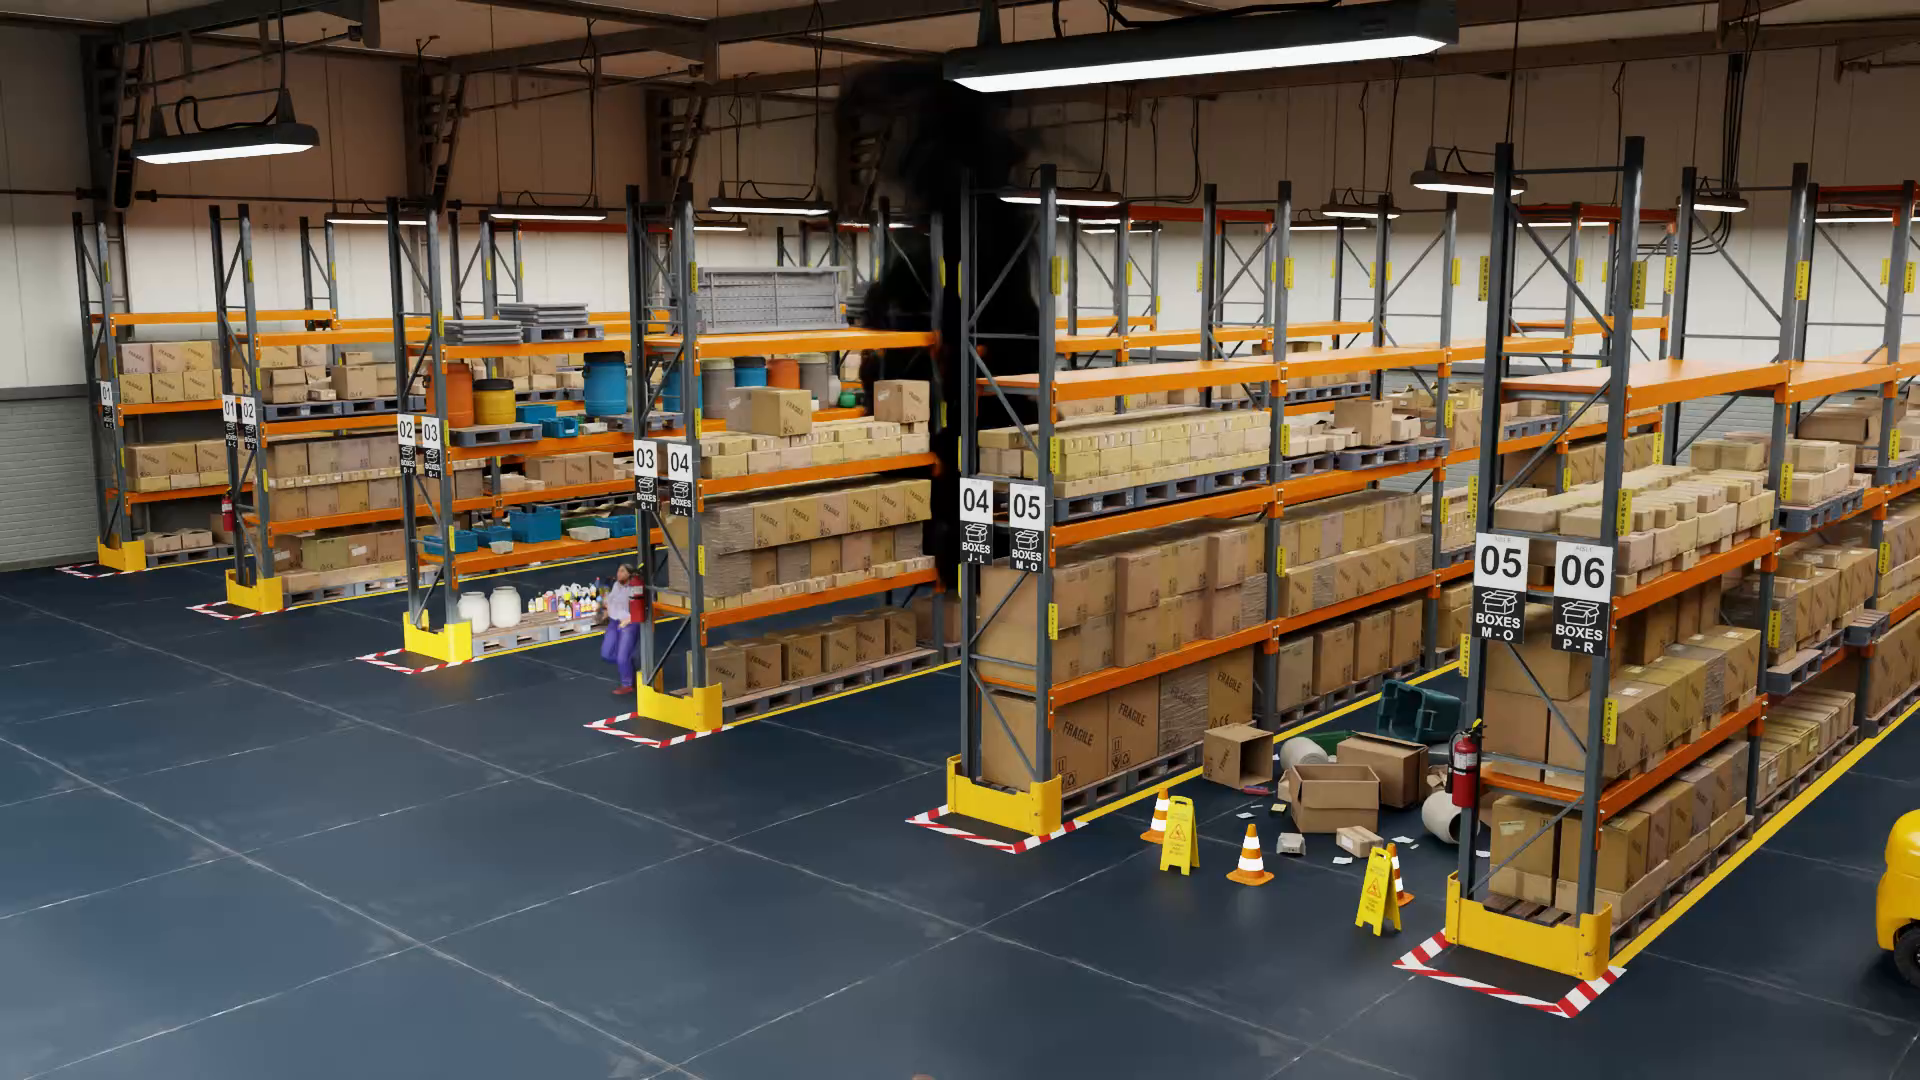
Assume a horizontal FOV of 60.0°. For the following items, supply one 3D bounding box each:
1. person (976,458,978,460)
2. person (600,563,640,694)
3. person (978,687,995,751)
[{"bbox_3d":[0.298,-1.461,34.801,0.690,1.831,0.630,5,11,27],"label":"person"},{"bbox_3d":[-4.028,1.063,20.156,0.646,1.606,0.553,6,11,31],"label":"person"},{"bbox_3d":[0.481,1.375,17.958,0.596,1.705,0.818,7,12,37],"label":"person"}]
